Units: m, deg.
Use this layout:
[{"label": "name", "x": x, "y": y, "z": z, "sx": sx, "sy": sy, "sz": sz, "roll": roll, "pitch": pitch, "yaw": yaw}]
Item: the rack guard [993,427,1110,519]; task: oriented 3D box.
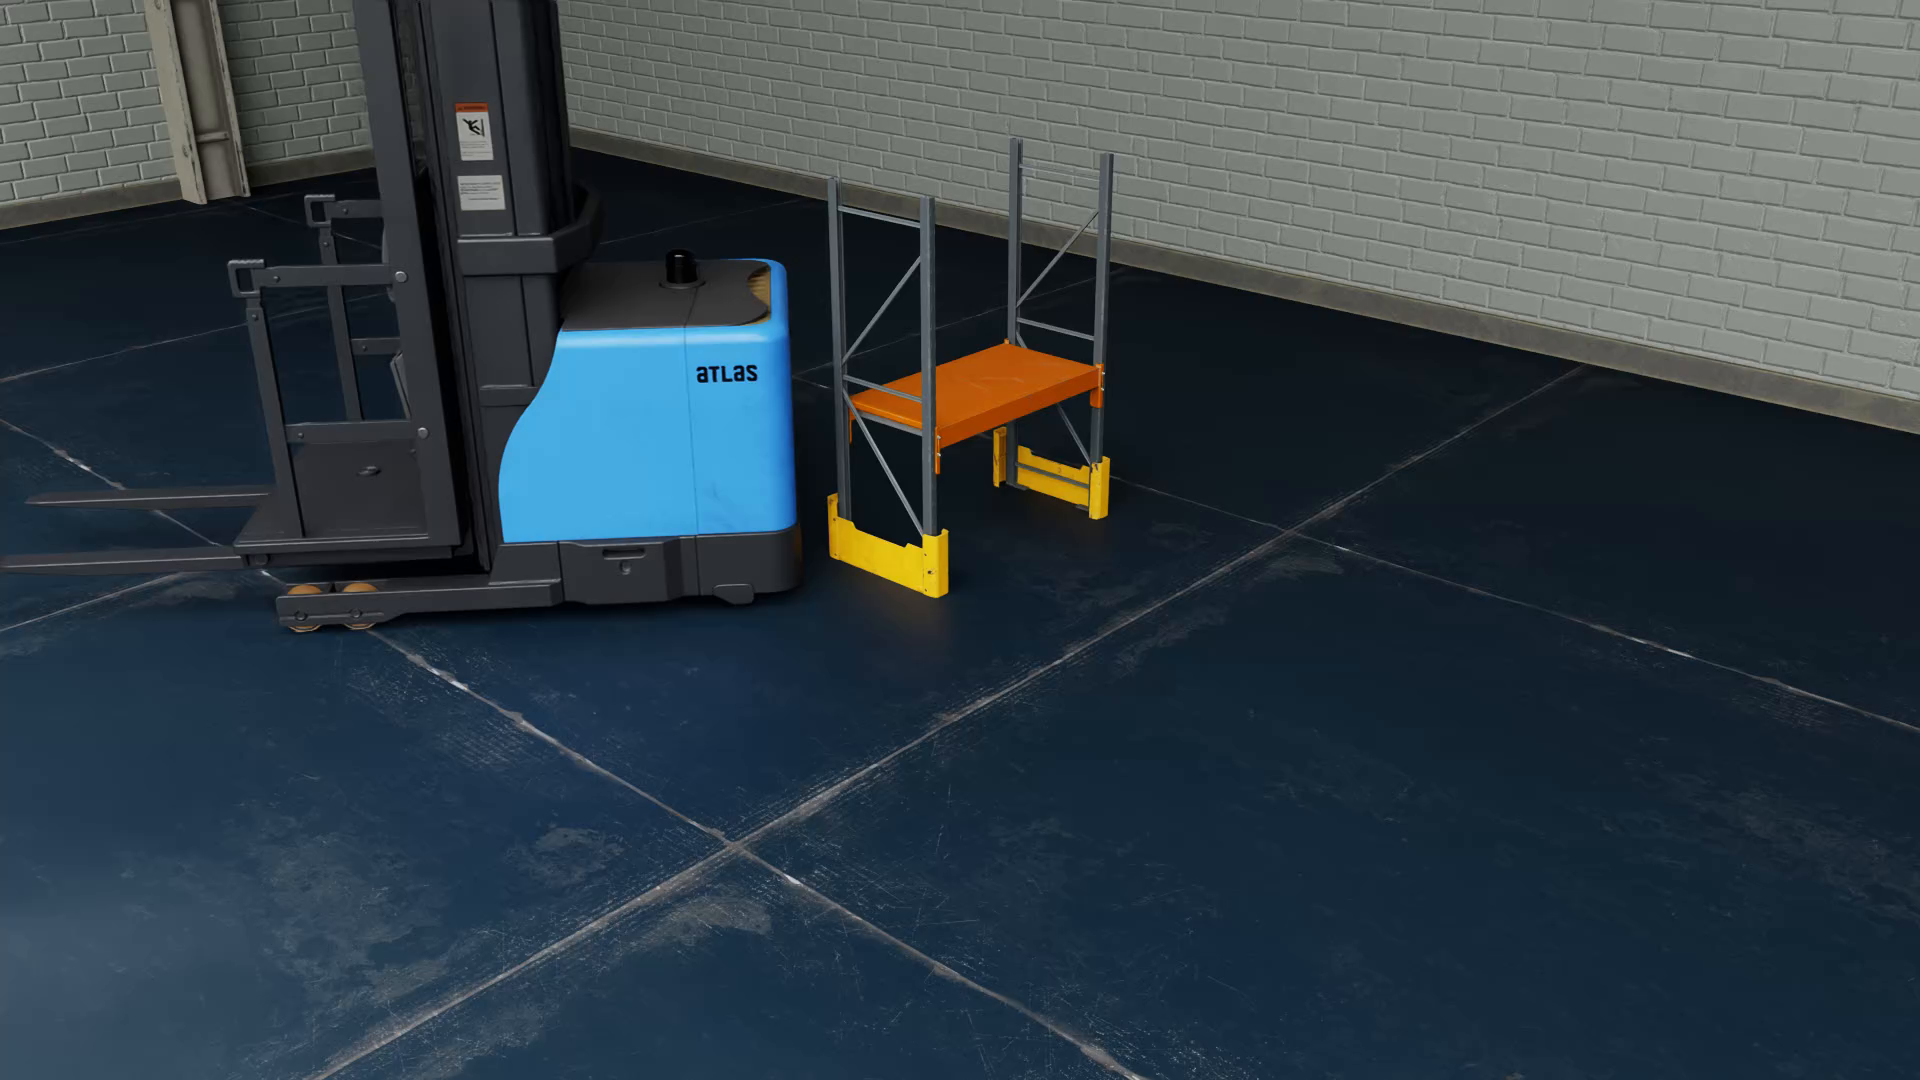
[{"label": "rack guard", "x": 0.383, "y": -0.289, "z": 7.089, "sx": 0.587, "sy": 0.250, "sz": 0.087, "roll": 20, "pitch": 31, "yaw": 38}]

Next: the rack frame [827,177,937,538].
[{"label": "rack frame", "x": -0.282, "y": -0.555, "z": 6.156, "sx": 0.500, "sy": 1.500, "sz": 0.032, "roll": 20, "pitch": 31, "yaw": 38}]

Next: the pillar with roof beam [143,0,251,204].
[{"label": "pillar with roof beam", "x": -2.383, "y": -5.508, "z": 8.037, "sx": 9.100, "sy": 9.000, "sz": 0.400, "roll": 20, "pitch": 31, "yaw": 38}]

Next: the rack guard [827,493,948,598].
[{"label": "rack guard", "x": -0.281, "y": 0.014, "z": 6.412, "sx": 0.587, "sy": 0.250, "sz": 0.087, "roll": 20, "pitch": 31, "yaw": 38}]

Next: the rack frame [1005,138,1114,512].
[{"label": "rack frame", "x": 0.396, "y": -0.865, "z": 6.847, "sx": 0.500, "sy": 1.500, "sz": 0.032, "roll": 20, "pitch": 31, "yaw": 38}]

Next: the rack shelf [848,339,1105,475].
[{"label": "rack shelf", "x": 0.057, "y": -0.546, "z": 6.575, "sx": 0.538, "sy": 0.185, "sz": 1.000, "roll": 20, "pitch": 31, "yaw": 38}]

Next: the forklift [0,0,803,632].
[{"label": "forklift", "x": -2.140, "y": -1.232, "z": 5.915, "sx": 3.031, "sy": 2.935, "sz": 1.130, "roll": -2, "pitch": 24, "yaw": -5}]

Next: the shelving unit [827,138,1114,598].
[{"label": "shelving unit", "x": 0.051, "y": -0.708, "z": 6.495, "sx": 0.587, "sy": 1.500, "sz": 1.083, "roll": 20, "pitch": 31, "yaw": 38}]
